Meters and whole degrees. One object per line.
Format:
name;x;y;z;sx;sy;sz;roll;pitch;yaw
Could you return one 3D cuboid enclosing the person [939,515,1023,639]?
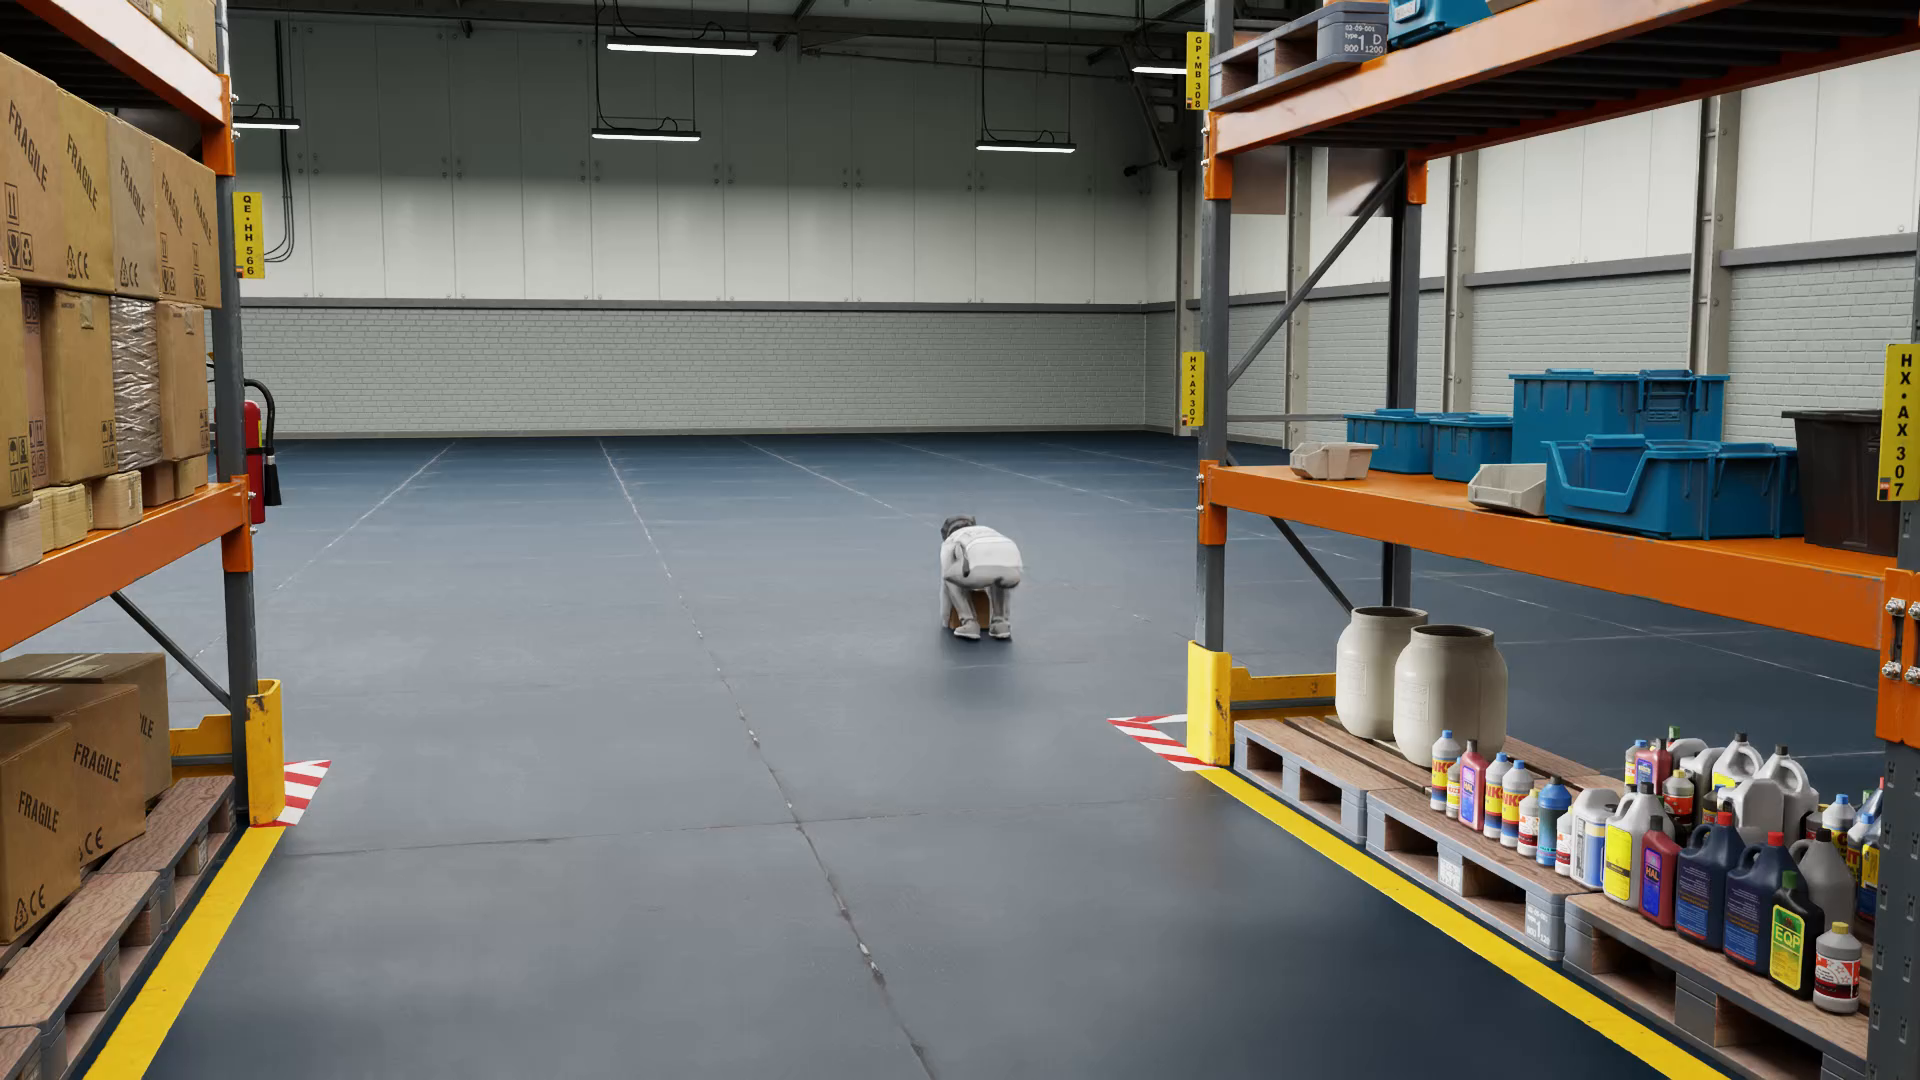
person;0.116;0.248;10.709;0.441;0.769;0.909;-2;6;-15
